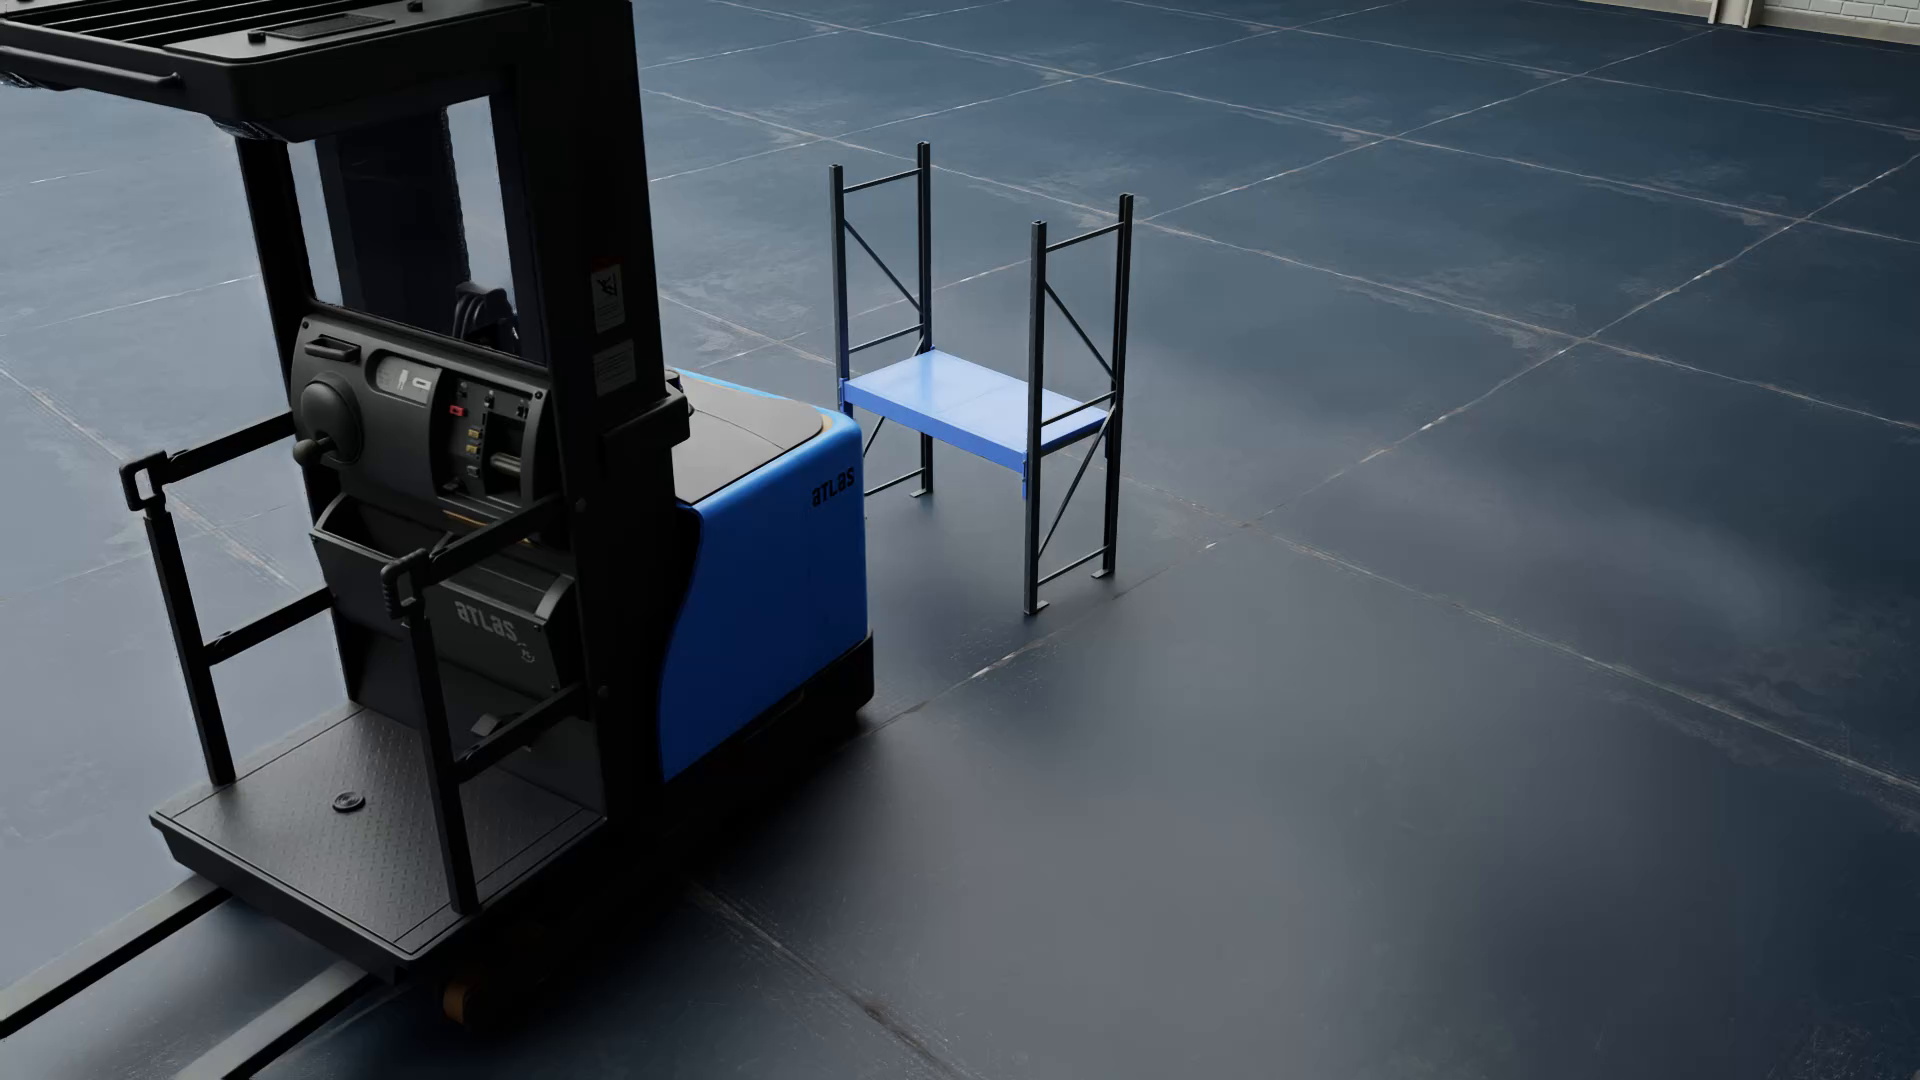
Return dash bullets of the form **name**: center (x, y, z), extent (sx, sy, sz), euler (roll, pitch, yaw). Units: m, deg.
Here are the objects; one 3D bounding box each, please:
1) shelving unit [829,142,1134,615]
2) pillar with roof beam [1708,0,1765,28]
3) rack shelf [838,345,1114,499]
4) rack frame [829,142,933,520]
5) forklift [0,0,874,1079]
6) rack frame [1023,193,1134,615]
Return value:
- **shelving unit**: center (0.061, -0.636, 6.348), extent (1.048, 1.500, 0.538), euler (25, 36, 38)
- **pillar with roof beam**: center (4.662, -7.682, 11.690), extent (0.400, 9.000, 9.100), euler (25, 36, 38)
- **rack shelf**: center (0.061, -0.477, 6.432), extent (1.000, 0.185, 0.538), euler (25, 36, 38)
- **rack frame**: center (-0.302, -0.802, 6.663), extent (0.032, 1.500, 0.500), euler (25, 36, 38)
- **forklift**: center (-1.520, -0.279, 4.131), extent (1.130, 2.935, 3.031), euler (17, 32, 29)
- **rack frame**: center (0.423, -0.470, 6.033), extent (0.032, 1.500, 0.500), euler (25, 36, 38)
